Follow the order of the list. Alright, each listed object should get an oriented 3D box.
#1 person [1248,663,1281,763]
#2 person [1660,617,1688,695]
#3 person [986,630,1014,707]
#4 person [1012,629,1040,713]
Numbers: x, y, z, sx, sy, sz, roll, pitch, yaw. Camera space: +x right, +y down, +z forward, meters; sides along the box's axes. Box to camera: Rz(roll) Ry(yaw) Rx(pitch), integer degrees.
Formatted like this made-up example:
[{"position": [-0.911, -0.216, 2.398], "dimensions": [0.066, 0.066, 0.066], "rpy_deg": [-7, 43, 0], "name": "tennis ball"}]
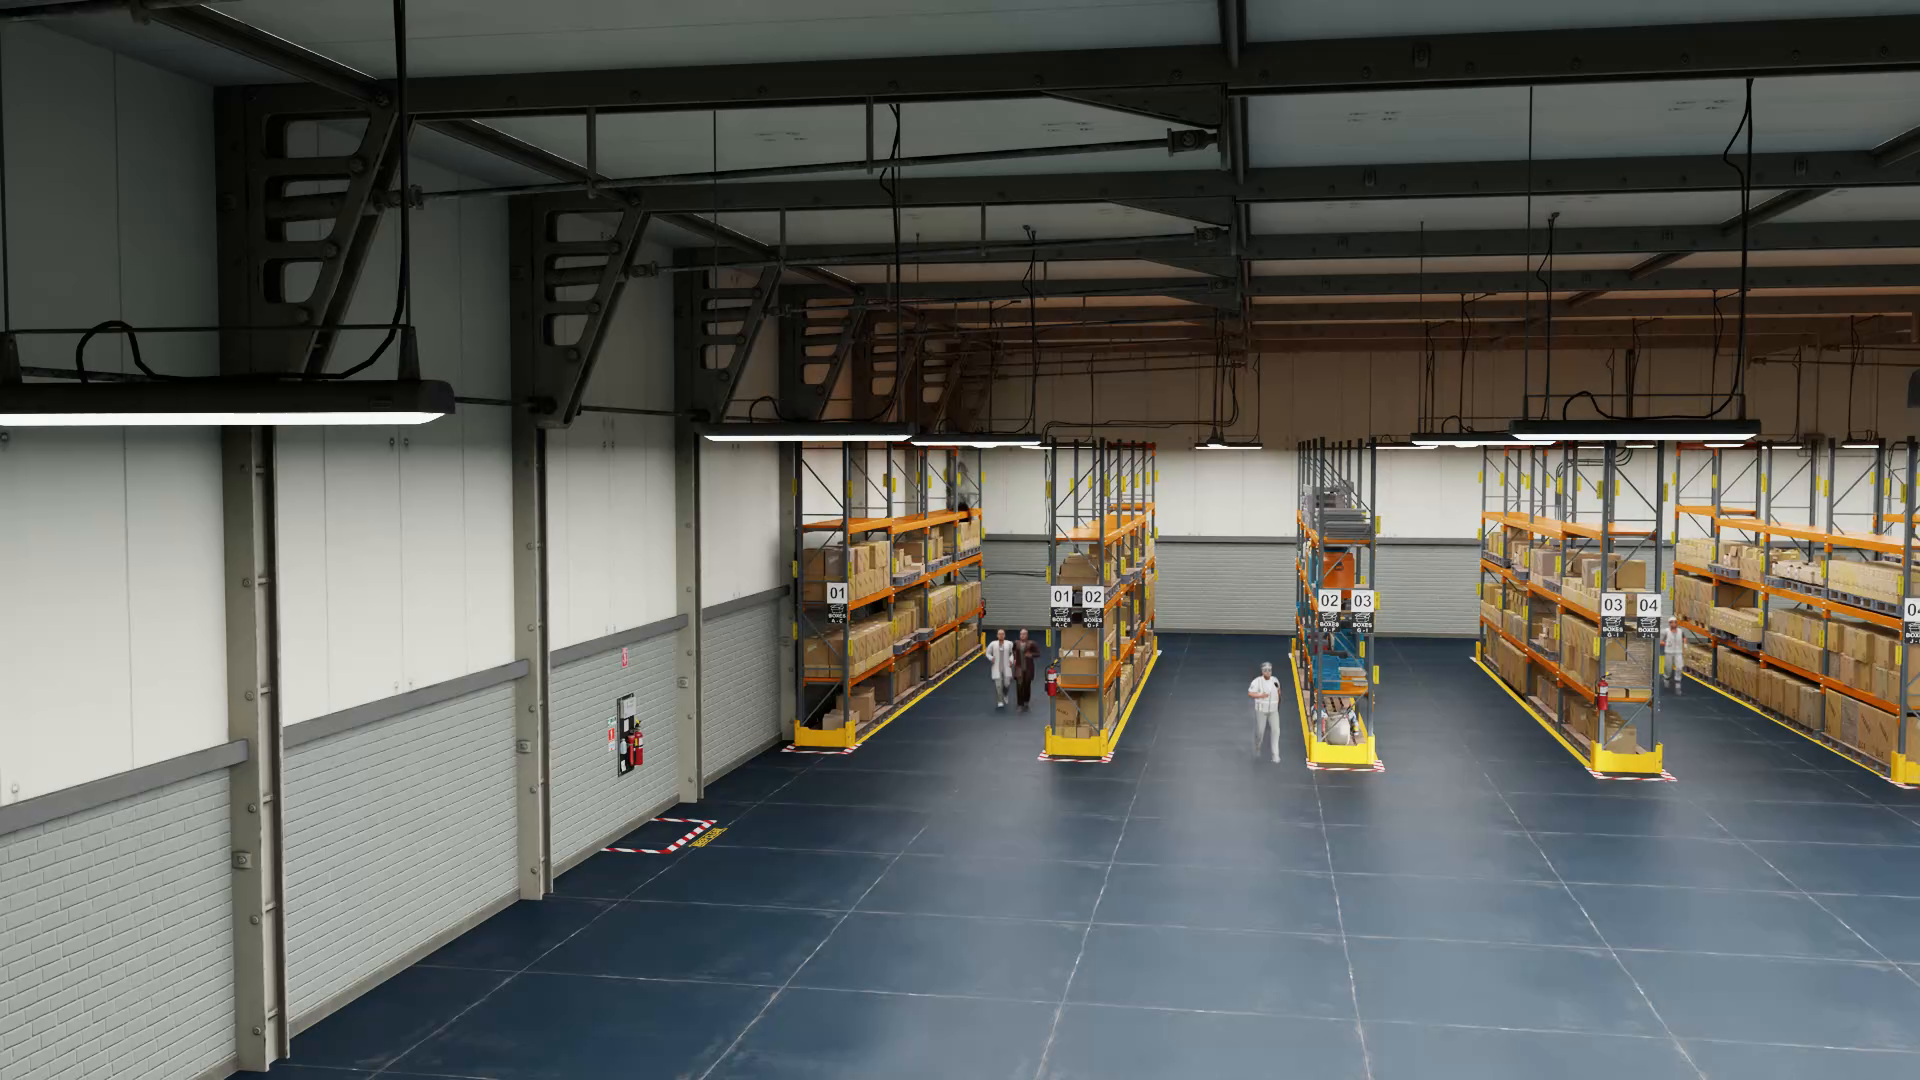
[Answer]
[{"position": [5.685, 3.200, 30.940], "dimensions": [0.657, 1.864, 0.750], "rpy_deg": [0, 3, -6], "name": "person"}, {"position": [16.975, 2.732, 39.564], "dimensions": [0.664, 1.806, 0.953], "rpy_deg": [1, 3, 14], "name": "person"}, {"position": [0.938, 2.878, 37.275], "dimensions": [0.687, 1.728, 0.654], "rpy_deg": [0, 3, 0], "name": "person"}, {"position": [1.457, 2.888, 36.849], "dimensions": [0.673, 1.839, 0.914], "rpy_deg": [1, 3, 10], "name": "person"}]
